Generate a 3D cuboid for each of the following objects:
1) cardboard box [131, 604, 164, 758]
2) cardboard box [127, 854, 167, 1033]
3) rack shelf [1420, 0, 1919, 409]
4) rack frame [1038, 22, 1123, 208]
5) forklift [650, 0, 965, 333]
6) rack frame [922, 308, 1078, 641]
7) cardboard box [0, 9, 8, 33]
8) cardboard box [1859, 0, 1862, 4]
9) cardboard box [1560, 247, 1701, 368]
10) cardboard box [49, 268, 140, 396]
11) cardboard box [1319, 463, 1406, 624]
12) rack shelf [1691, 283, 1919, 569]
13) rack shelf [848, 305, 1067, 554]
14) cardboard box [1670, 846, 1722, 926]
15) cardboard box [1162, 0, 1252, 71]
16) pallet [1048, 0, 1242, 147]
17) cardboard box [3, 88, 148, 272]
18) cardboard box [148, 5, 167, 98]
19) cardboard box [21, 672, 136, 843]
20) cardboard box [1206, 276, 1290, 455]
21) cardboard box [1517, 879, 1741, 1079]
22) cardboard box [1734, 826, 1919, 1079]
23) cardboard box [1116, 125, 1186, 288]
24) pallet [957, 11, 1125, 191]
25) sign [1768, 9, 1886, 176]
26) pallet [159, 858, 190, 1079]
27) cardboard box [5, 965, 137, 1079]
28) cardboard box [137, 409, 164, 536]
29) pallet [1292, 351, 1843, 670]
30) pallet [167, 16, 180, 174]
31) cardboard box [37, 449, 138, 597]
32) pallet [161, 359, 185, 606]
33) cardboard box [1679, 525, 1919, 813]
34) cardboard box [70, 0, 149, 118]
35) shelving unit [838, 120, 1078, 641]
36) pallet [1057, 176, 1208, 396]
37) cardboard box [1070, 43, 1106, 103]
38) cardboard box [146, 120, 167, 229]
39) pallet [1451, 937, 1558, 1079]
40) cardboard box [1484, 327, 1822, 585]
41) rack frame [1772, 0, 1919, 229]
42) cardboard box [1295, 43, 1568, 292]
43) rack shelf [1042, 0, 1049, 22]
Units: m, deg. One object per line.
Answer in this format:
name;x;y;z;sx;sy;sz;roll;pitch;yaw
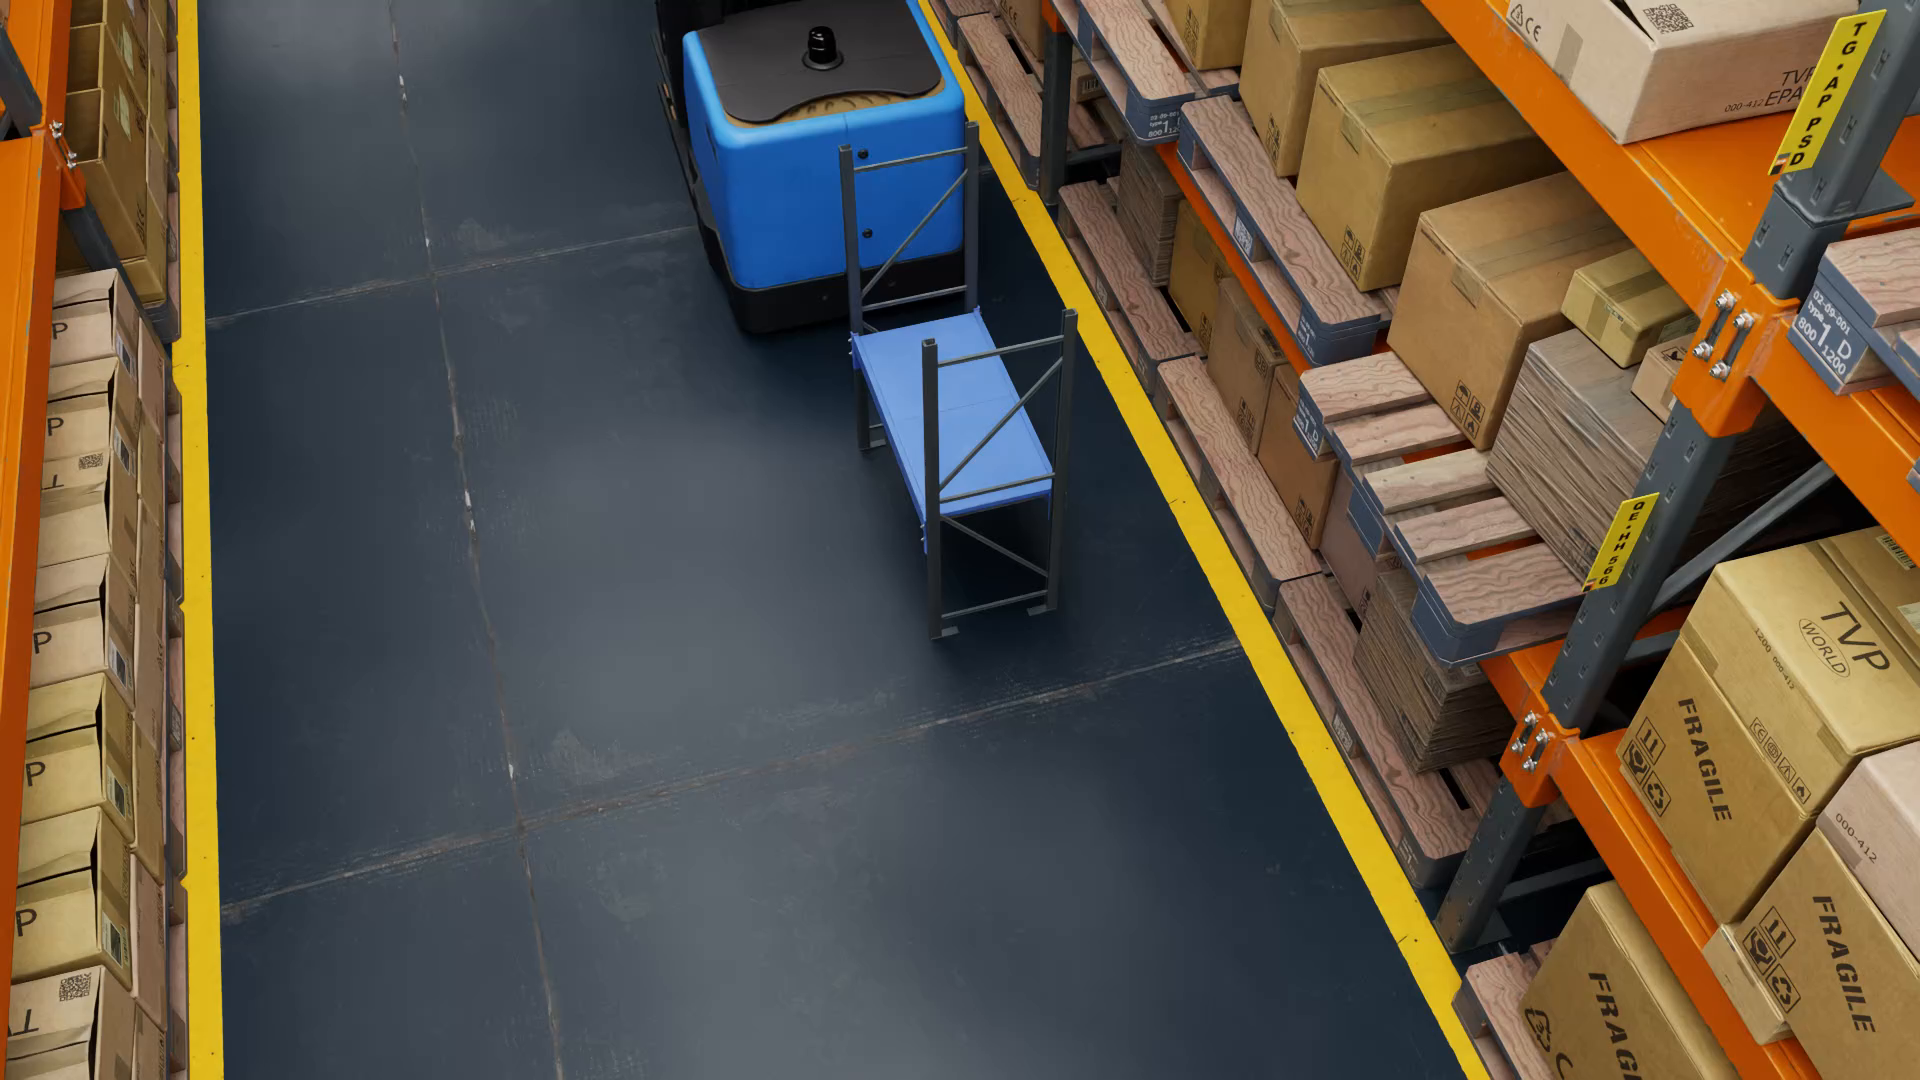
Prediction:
cardboard box;-3.015;0.532;5.653;0.500;0.250;0.500;-12;51;-10
cardboard box;-2.704;1.285;5.018;0.500;0.250;0.500;-15;51;-12
rack shelf;1.459;-1.969;4.746;1.077;0.370;4.000;-13;51;-11
rack frame;0.868;-2.695;6.849;1.000;3.000;0.127;-13;51;-11
forklift;-0.873;-2.998;7.150;1.130;2.935;3.031;-13;51;-11
rack frame;0.125;-0.174;5.706;0.500;1.500;0.032;-13;51;-11
cardboard box;-4.001;-1.927;6.137;0.700;0.500;0.500;-15;51;-12
cardboard box;2.057;-1.356;3.681;0.500;0.500;0.500;-13;51;-11
cardboard box;1.811;-0.633;4.334;0.380;0.149;0.250;-21;53;-17
cardboard box;-3.470;-0.771;6.384;0.500;0.311;0.500;-13;51;-11
cardboard box;1.747;-0.026;5.947;0.700;0.500;0.500;-13;51;-11
rack shelf;2.642;0.953;2.283;1.077;0.370;4.000;-13;51;-11
rack shelf;-0.025;-0.430;6.156;0.538;0.185;1.000;-13;51;-11
cardboard box;1.993;0.780;4.071;0.380;0.149;0.250;-13;51;-10
cardboard box;1.144;-2.079;5.978;0.700;0.500;0.500;-9;50;-7
pallet;0.955;-2.042;6.424;1.003;0.211;1.213;-13;51;-11
cardboard box;-3.701;-1.472;6.852;0.500;0.500;0.500;-13;51;-11
cardboard box;-4.150;-2.325;8.061;0.500;0.250;0.500;-13;51;-11
cardboard box;-2.867;0.716;5.131;0.500;0.311;0.500;-15;51;-12
cardboard box;1.414;-0.749;6.556;0.700;0.500;0.500;-13;51;-11
cardboard box;2.143;1.351;4.570;0.750;0.750;0.750;-14;51;-11
cardboard box;2.096;0.890;3.555;0.500;0.500;0.500;-12;51;-10
cardboard box;1.101;-1.497;7.187;0.700;0.500;0.500;-12;51;-10
pallet;0.635;-2.278;8.322;1.003;0.211;1.213;-13;51;-11
sign;1.532;-0.785;2.940;0.100;0.325;0.005;-13;51;-11
pallet;-2.887;1.638;5.020;1.003;0.211;1.213;-13;51;-11
cardboard box;-2.555;1.471;4.495;0.500;0.311;0.500;-12;51;-10
cardboard box;-3.316;-0.214;6.282;0.500;0.250;0.500;-14;51;-12
pallet;1.738;-0.208;4.878;1.213;0.211;1.003;-13;51;-11
pallet;-4.423;-2.156;8.219;1.003;0.211;1.213;-13;51;-11
cardboard box;-3.165;-0.027;5.758;0.500;0.311;0.500;-13;51;-11
pallet;-3.608;-0.144;6.523;1.003;0.211;1.213;-13;51;-11
cardboard box;1.947;0.262;3.594;0.500;0.250;0.500;-12;51;-10
cardboard box;-3.997;-2.202;7.468;0.500;0.500;0.500;-13;51;-11
shelving unit;-0.025;-0.546;6.019;0.538;1.500;1.048;-13;51;-11
pallet;1.099;-1.227;7.436;1.003;0.211;1.213;-13;51;-11
cardboard box;0.681;-2.307;8.088;0.380;0.166;0.250;-19;53;-16
cardboard box;-3.854;-1.594;7.446;0.500;0.250;0.500;-13;51;-11
pallet;2.212;1.719;4.953;1.003;0.211;1.213;-13;51;-11
cardboard box;1.902;-0.288;4.468;0.700;0.500;0.500;-19;52;-15
rack frame;2.051;-1.707;2.093;1.000;3.000;0.127;-13;51;-11
cardboard box;1.512;-1.193;5.230;0.700;0.500;0.500;-13;51;-11
rack shelf;0.276;-3.923;8.356;1.077;0.370;4.000;-13;51;-11
